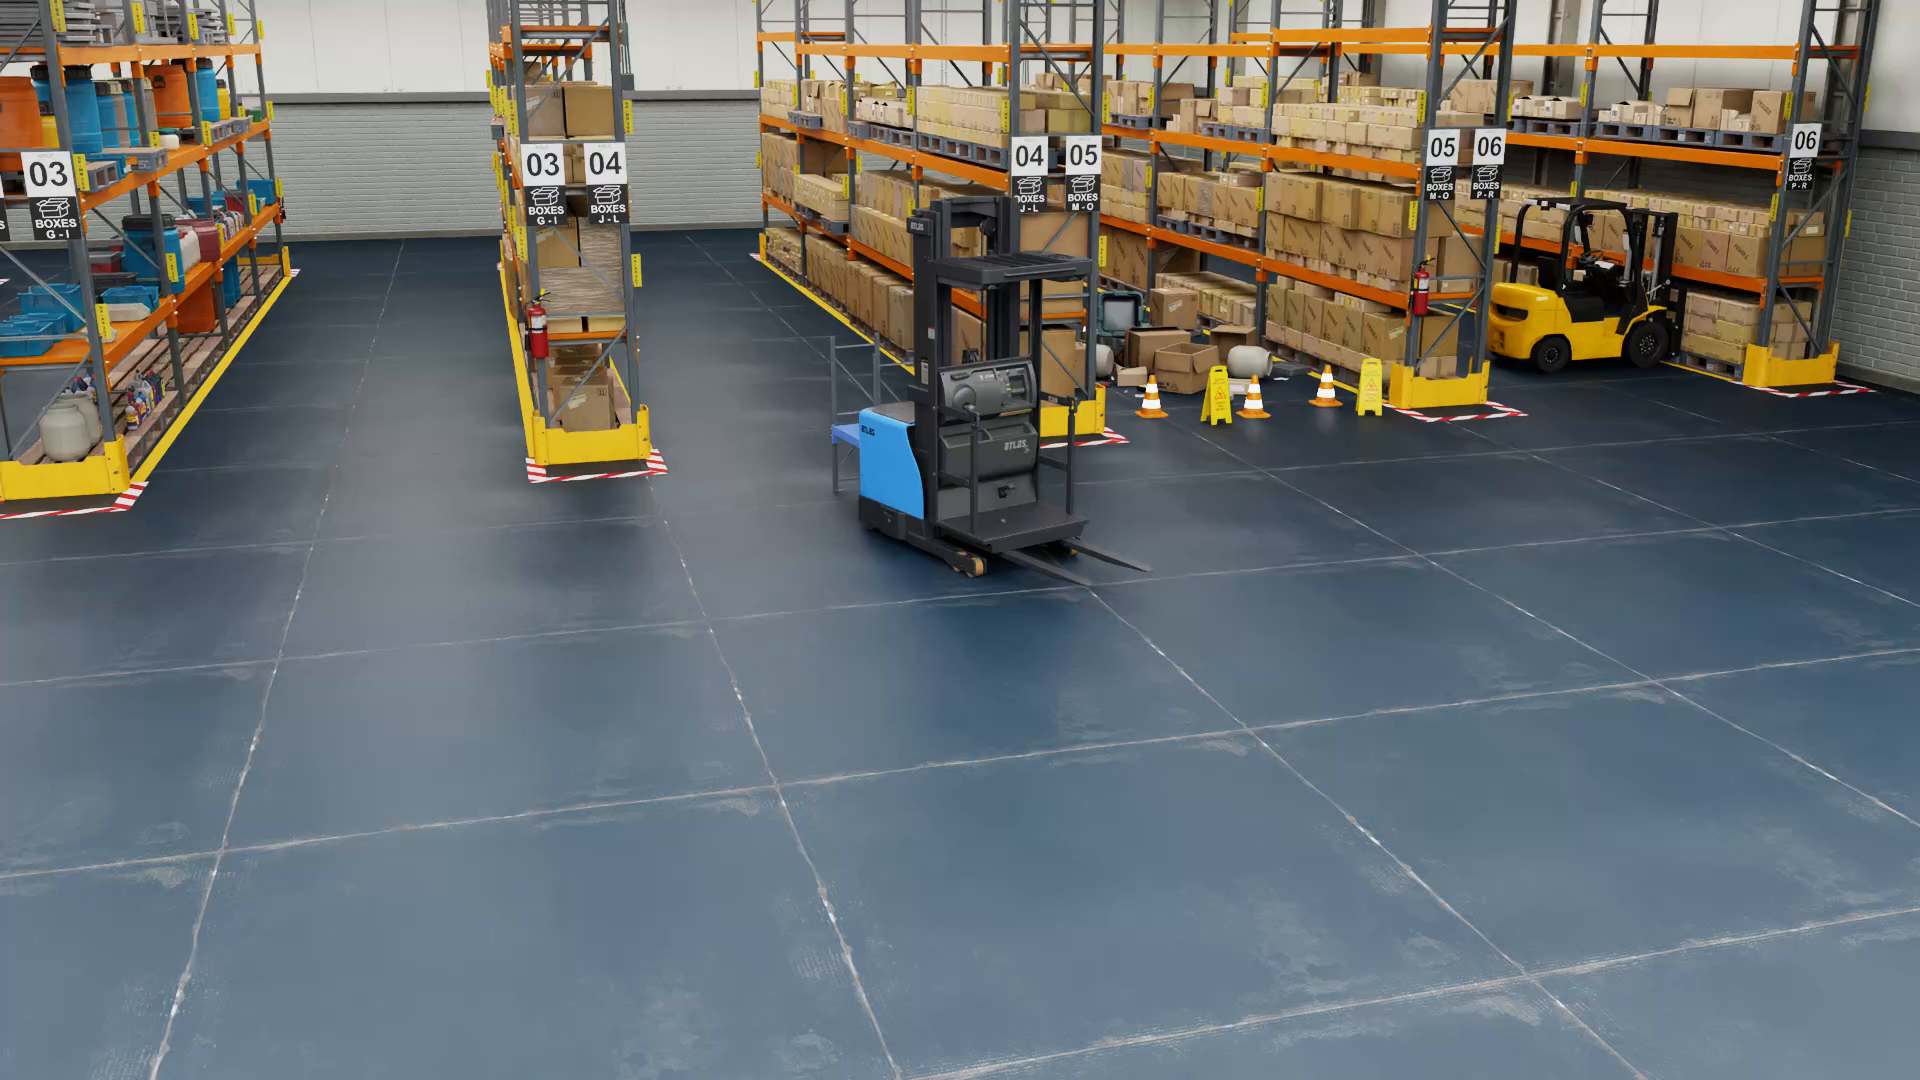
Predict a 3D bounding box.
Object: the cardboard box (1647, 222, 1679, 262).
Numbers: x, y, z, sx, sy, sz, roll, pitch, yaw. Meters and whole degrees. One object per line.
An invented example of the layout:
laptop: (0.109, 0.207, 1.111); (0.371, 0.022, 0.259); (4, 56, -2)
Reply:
cardboard box: (9.693, -4.032, 22.486); (0.500, 0.500, 0.500); (-5, 17, -15)

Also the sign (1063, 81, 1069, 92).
sign: (1.901, -8.048, 29.779); (0.100, 0.325, 0.005); (-5, 17, -15)

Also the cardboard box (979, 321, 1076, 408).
cardboard box: (0.751, -1.997, 18.850); (0.875, 0.875, 0.875); (-5, 17, -15)

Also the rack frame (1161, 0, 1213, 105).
rack frame: (3.537, -8.137, 25.899); (0.949, 2.616, 0.053); (-5, 17, -15)

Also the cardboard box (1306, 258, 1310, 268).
cardboard box: (4.771, -3.645, 21.809); (0.380, 0.149, 0.250); (-5, 17, -16)

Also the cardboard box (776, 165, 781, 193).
cardboard box: (-3.099, -6.678, 30.780); (0.500, 0.500, 0.500); (-5, 17, -17)

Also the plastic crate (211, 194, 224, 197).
plastic crate: (-13.023, -5.973, 29.311); (0.416, 0.233, 0.300); (-5, 17, -15)

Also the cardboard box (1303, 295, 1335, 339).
cardboard box: (4.835, -2.925, 21.722); (0.500, 0.500, 0.500); (-4, 17, -12)

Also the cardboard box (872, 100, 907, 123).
cardboard box: (-0.932, -5.989, 23.213); (0.500, 0.311, 0.500); (-5, 17, -16)

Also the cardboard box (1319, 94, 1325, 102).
cardboard box: (6.906, -8.215, 30.904); (0.380, 0.149, 0.250); (-4, 17, -14)

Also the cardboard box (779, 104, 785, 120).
cardboard box: (-2.958, -7.709, 29.950); (0.500, 0.250, 0.500); (-5, 17, -16)

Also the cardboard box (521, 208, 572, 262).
cardboard box: (-4.328, -3.207, 17.485); (0.500, 0.500, 0.500); (-5, 17, -15)

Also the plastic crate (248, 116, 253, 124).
plastic crate: (-12.149, -7.060, 27.985); (0.437, 0.136, 0.530); (-5, 17, -15)

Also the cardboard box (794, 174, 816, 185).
cardboard box: (-2.631, -6.171, 28.455); (0.380, 0.149, 0.250); (-4, 17, -12)

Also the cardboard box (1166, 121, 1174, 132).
cardboard box: (3.457, -6.479, 26.031); (0.380, 0.149, 0.250); (-5, 17, -15)

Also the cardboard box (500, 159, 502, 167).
cardboard box: (-7.611, -6.261, 28.522); (0.500, 0.500, 0.500); (-5, 17, -15)

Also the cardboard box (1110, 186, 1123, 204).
cardboard box: (2.852, -5.827, 28.027); (0.500, 0.250, 0.500); (-5, 17, -17)

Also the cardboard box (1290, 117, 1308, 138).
cardboard box: (4.641, -5.379, 21.675); (0.500, 0.250, 0.500); (-5, 17, -16)

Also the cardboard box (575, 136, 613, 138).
cardboard box: (-3.822, -4.138, 17.367); (0.380, 0.149, 0.250); (-4, 17, -13)

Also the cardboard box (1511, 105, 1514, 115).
cardboard box: (8.598, -6.609, 25.560); (0.380, 0.149, 0.250); (-5, 17, -16)

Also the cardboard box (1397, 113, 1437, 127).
cardboard box: (5.322, -4.893, 19.365); (0.380, 0.149, 0.250); (-4, 17, -14)

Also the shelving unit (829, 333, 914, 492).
shelving unit: (-0.769, -1.085, 15.459); (0.538, 1.500, 1.048); (-8, 19, -25)

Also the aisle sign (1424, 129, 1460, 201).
aisle sign: (5.470, -4.256, 18.887); (0.394, 0.787, 0.004); (-5, 17, -15)

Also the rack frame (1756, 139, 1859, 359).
rack frame: (10.504, -3.444, 20.704); (1.000, 3.000, 0.127); (-5, 17, -15)

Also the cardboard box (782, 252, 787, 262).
cardboard box: (-3.122, -5.296, 31.094); (0.380, 0.149, 0.250); (-5, 17, -15)

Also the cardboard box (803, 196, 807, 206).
cardboard box: (-2.416, -5.671, 27.824); (0.380, 0.149, 0.250); (-5, 17, -15)

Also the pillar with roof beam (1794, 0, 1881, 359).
pillar with roof beam: (7.040, -6.241, 19.586); (9.100, 9.000, 0.400); (-5, 17, -15)

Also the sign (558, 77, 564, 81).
sign: (-6.575, -7.467, 27.436); (0.100, 0.325, 0.005); (-5, 17, -15)

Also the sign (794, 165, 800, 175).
sign: (-2.817, -6.320, 28.774); (0.100, 0.325, 0.005); (-5, 17, -15)

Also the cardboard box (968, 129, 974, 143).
cardboard box: (0.304, -4.543, 18.682); (0.380, 0.149, 0.250); (-5, 17, -16)

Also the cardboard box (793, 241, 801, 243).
cardboard box: (-2.825, -5.363, 30.283); (0.380, 0.149, 0.250); (-4, 17, -13)

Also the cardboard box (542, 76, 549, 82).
cardboard box: (-7.517, -7.837, 29.035); (0.700, 0.500, 0.500); (-4, 17, -13)

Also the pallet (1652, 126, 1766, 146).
pallet: (9.996, -5.374, 22.068); (1.003, 0.211, 1.213); (-5, 17, -15)

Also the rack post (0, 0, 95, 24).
rack post: (-9.121, -5.246, 16.406); (0.937, 0.300, 0.954); (-5, 17, -16)

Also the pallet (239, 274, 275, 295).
pallet: (-12.434, -4.398, 28.726); (1.003, 0.211, 1.213); (-5, 17, -15)

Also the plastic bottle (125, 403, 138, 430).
plastic bottle: (-8.757, -1.306, 17.563); (0.097, 0.271, 0.097); (0, 17, 0)

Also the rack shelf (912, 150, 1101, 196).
rack shelf: (0.451, -4.277, 19.512); (1.077, 0.370, 4.000); (-5, 17, -15)

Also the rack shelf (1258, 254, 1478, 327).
rack shelf: (5.183, -3.259, 21.339); (1.077, 0.370, 4.000); (-5, 17, -15)

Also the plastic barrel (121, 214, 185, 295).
plastic barrel: (-9.473, -3.353, 19.529); (0.600, 0.901, 0.708); (-5, 17, -15)

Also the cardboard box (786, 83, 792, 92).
cardboard box: (-2.836, -7.947, 29.180); (0.380, 0.149, 0.250); (-5, 17, -15)

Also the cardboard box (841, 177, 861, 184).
cardboard box: (-1.783, -6.002, 27.893); (0.380, 0.149, 0.250); (-5, 17, -15)

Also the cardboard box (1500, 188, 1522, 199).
cardboard box: (8.570, -5.404, 25.928); (0.380, 0.149, 0.250); (-5, 17, -17)

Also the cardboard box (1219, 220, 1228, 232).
cardboard box: (3.992, -4.571, 24.163); (0.380, 0.149, 0.250); (-5, 17, -15)

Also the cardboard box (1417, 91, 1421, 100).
cardboard box: (7.956, -7.508, 28.069); (0.380, 0.149, 0.250); (-5, 18, -17)

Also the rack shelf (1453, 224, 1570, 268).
rack shelf: (8.855, -4.759, 26.332); (1.077, 0.370, 4.000); (-5, 17, -15)

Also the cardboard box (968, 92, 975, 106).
cardboard box: (0.304, -4.926, 18.569); (0.380, 0.149, 0.250); (-5, 17, -15)

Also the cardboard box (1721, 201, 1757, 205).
cardboard box: (10.364, -4.423, 22.144); (0.380, 0.149, 0.250); (-5, 17, -17)

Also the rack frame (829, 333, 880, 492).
rack frame: (-0.994, -1.217, 15.895); (0.500, 1.500, 0.032); (-8, 19, -25)

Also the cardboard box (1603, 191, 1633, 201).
cardboard box: (9.383, -4.876, 23.653); (0.380, 0.149, 0.250); (-4, 17, -14)

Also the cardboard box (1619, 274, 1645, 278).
cardboard box: (9.367, -3.613, 23.577); (0.500, 0.250, 0.500); (-5, 17, -15)

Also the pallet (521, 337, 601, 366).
pallet: (-5.450, -2.591, 22.712); (1.003, 0.211, 1.213); (-5, 17, -15)

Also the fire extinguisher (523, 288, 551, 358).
fire extinguisher: (-4.208, -2.162, 16.570); (0.296, 0.674, 0.183); (-5, 17, -15)

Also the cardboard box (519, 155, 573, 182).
cardboard box: (-4.173, -3.745, 16.753); (0.500, 0.250, 0.500); (-4, 17, -14)

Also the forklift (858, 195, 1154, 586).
forklift: (4.123, -3.828, 22.101); (17.602, 2.935, 13.267); (-12, 20, -34)

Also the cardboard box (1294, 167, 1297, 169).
cardboard box: (6.904, -7.410, 33.649); (0.500, 0.250, 0.500); (-5, 17, -15)

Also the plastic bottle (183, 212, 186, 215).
plastic bottle: (-12.166, -5.004, 26.099); (0.061, 0.283, 0.133); (-5, 17, -15)

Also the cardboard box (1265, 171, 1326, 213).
cardboard box: (4.545, -4.687, 22.414); (0.700, 0.500, 0.500); (-5, 17, -16)
